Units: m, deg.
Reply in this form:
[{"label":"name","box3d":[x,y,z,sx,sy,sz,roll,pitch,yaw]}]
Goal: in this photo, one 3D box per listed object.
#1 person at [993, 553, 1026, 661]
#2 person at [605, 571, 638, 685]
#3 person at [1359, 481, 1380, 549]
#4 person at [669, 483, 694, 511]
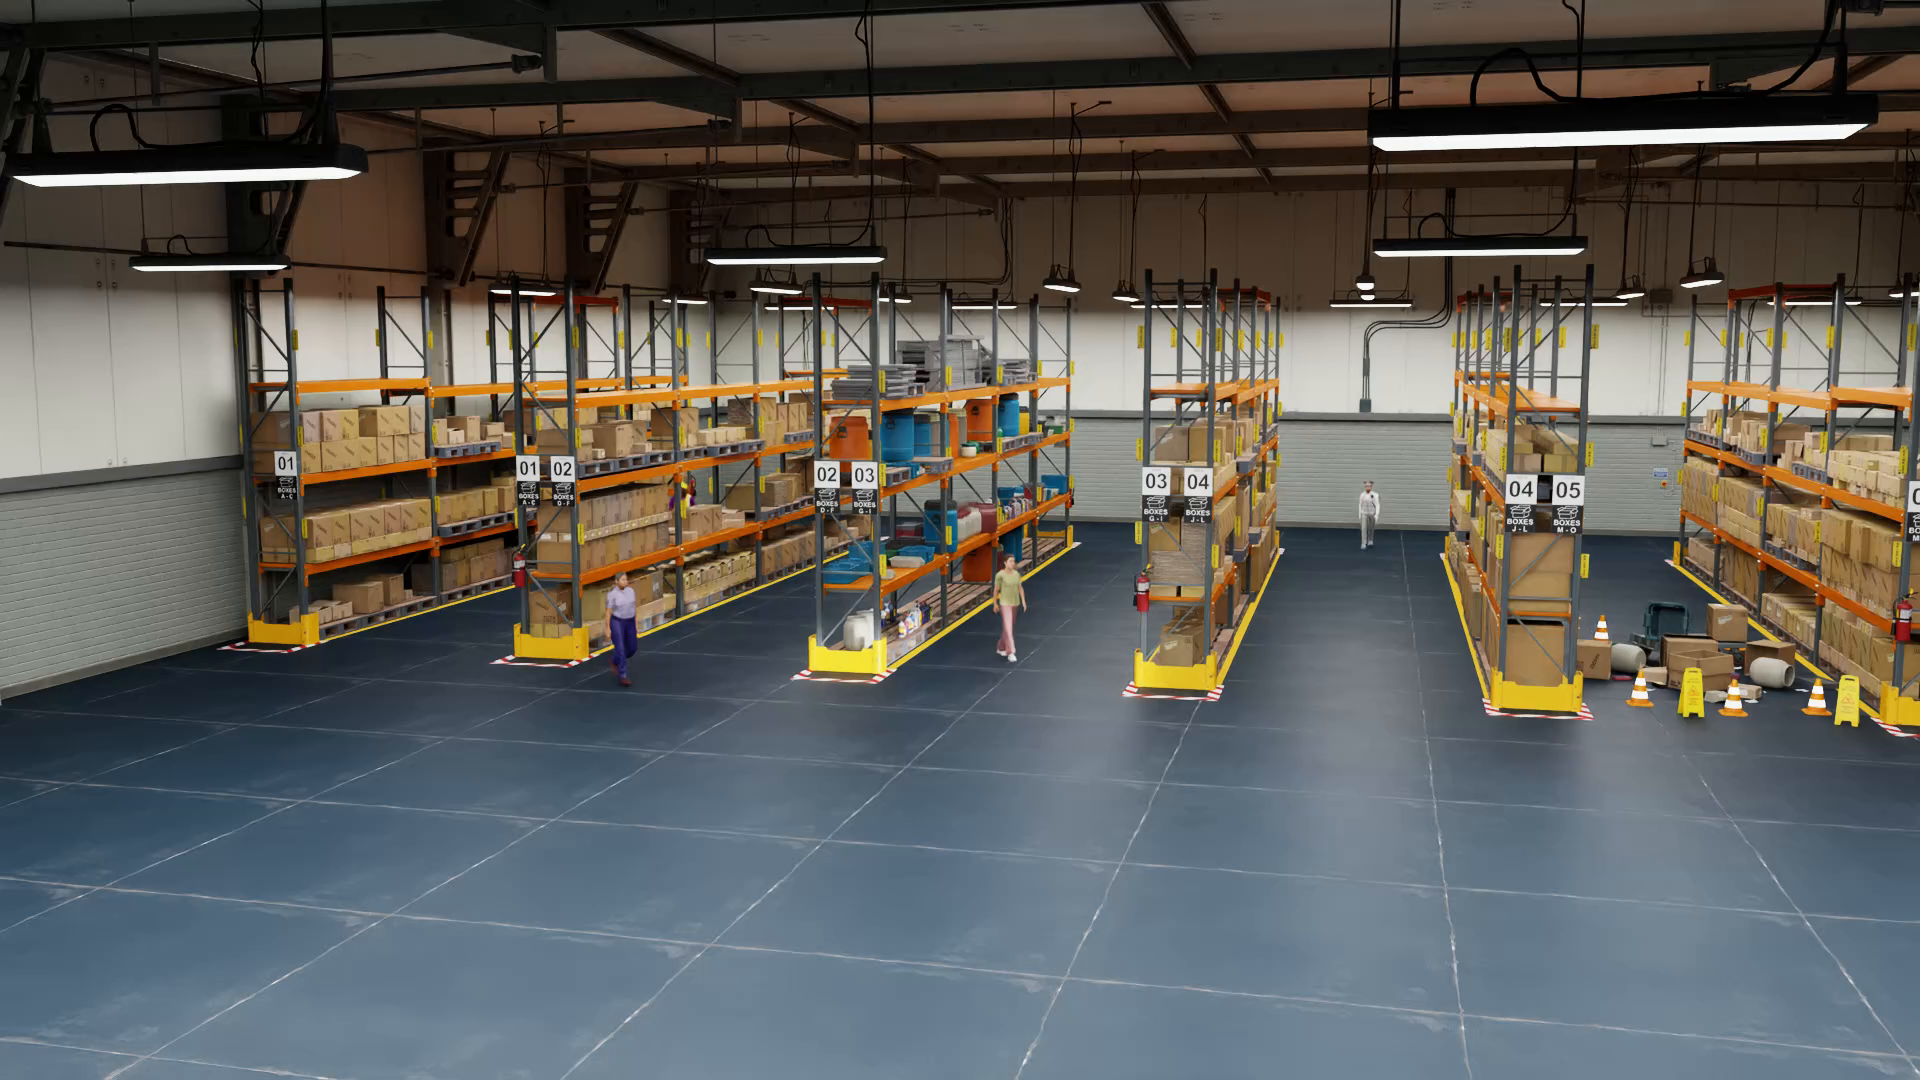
[{"label":"person","box3d":[0.814,1.042,26.128,0.514,1.647,0.820,-5,8,-34]},{"label":"person","box3d":[-4.976,1.260,24.450,0.803,1.617,0.529,7,10,44]},{"label":"person","box3d":[9.861,-0.622,40.087,0.508,1.602,1.042,2,7,16]},{"label":"person","box3d":[-6.467,-0.476,38.588,0.564,1.712,1.093,1,7,10]}]
